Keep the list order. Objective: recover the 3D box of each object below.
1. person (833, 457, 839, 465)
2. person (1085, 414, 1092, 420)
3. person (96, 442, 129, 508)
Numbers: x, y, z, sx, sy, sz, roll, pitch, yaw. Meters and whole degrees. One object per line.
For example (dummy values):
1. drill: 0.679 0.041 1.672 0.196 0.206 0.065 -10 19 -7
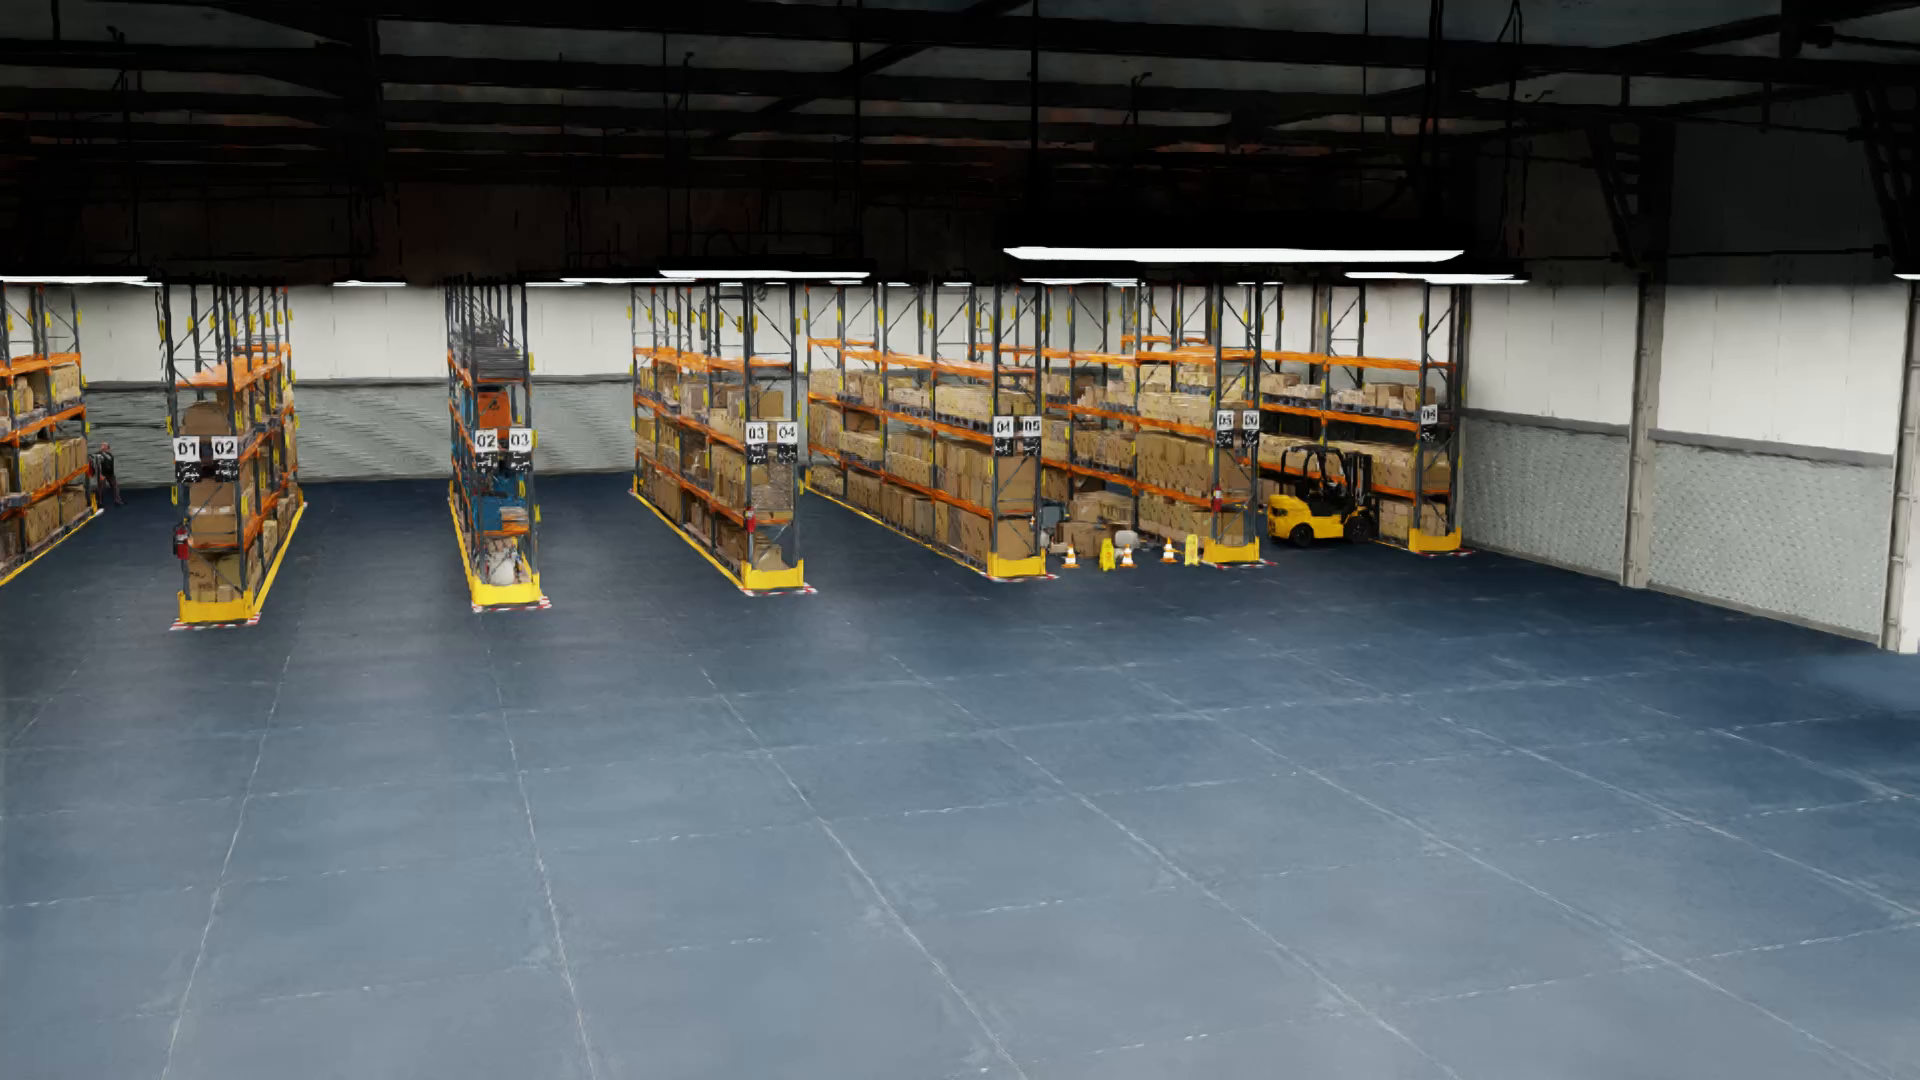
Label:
1. person: -3.699 -2.792 51.059 0.506 1.659 0.538 3 9 18
2. person: 4.184 -3.169 53.047 0.632 1.783 0.383 7 11 37
3. person: -22.416 -1.729 43.745 0.561 1.712 0.736 3 9 17
